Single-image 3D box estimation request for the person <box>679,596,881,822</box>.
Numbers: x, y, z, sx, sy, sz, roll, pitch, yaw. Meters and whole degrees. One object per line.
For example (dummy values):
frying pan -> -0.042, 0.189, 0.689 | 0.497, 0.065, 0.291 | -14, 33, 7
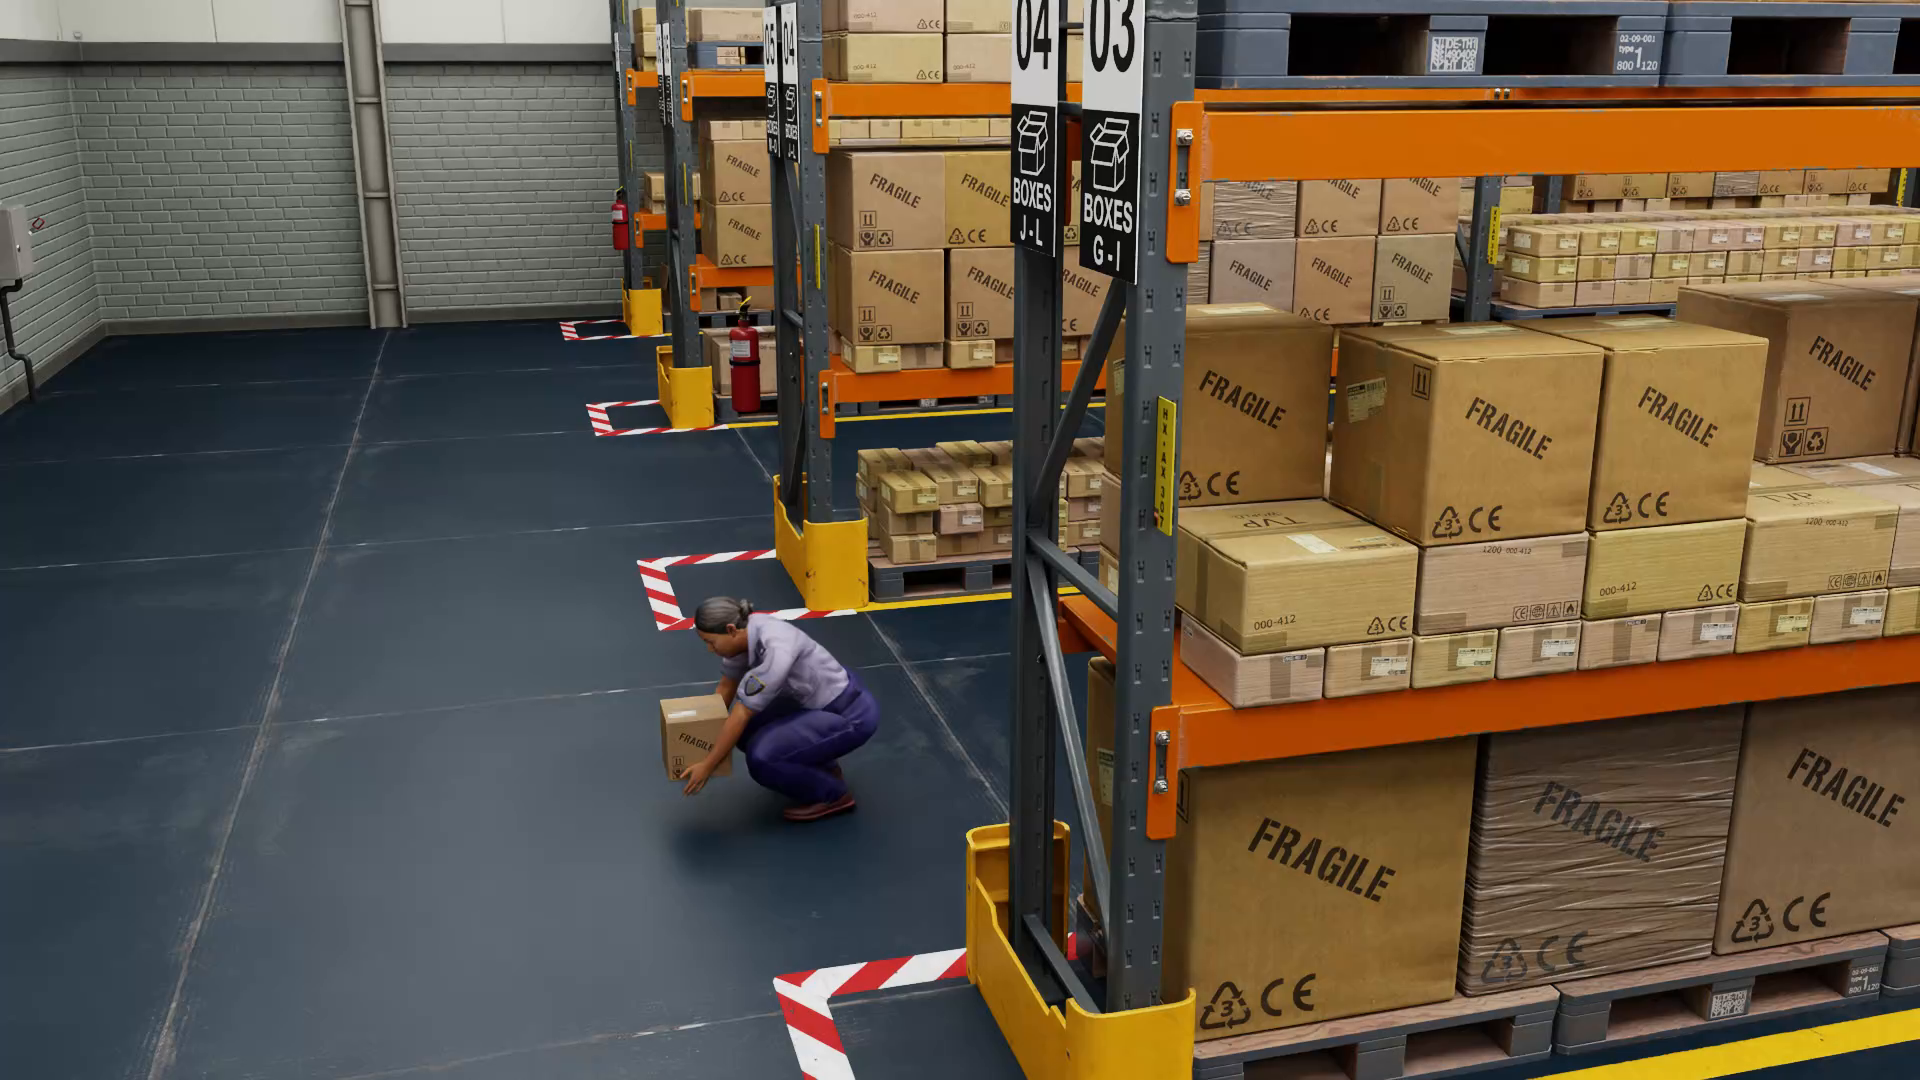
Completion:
person -> -0.736, 0.640, 6.665 | 0.826, 0.933, 0.524 | -5, 17, -16
